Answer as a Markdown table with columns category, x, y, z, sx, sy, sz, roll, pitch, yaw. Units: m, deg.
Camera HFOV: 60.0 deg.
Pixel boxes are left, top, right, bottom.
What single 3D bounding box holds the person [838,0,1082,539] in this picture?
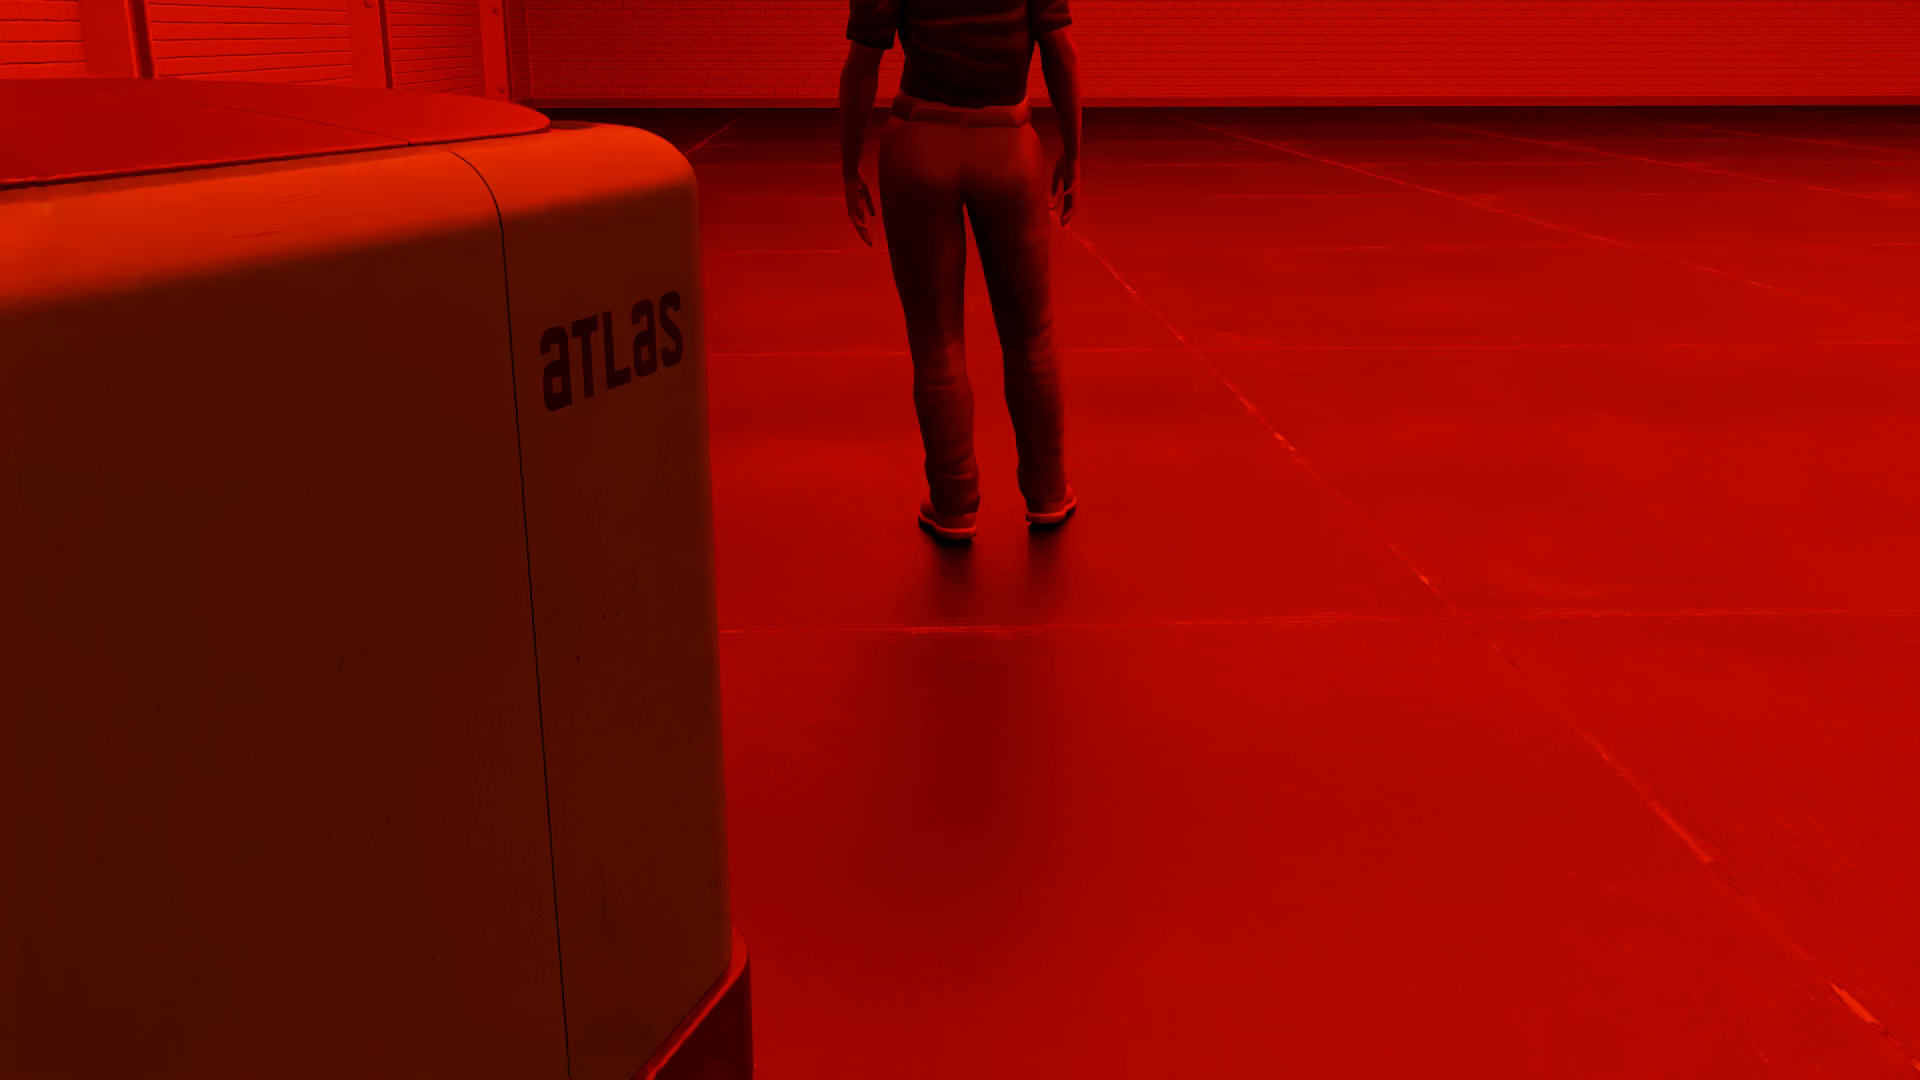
| category | x | y | z | sx | sy | sz | roll | pitch | yaw |
| --- | --- | --- | --- | --- | --- | --- | --- | --- | --- |
| person | 0.016 | -0.824 | 3.759 | 0.569 | 1.654 | 0.504 | -1 | 17 | -3 |
